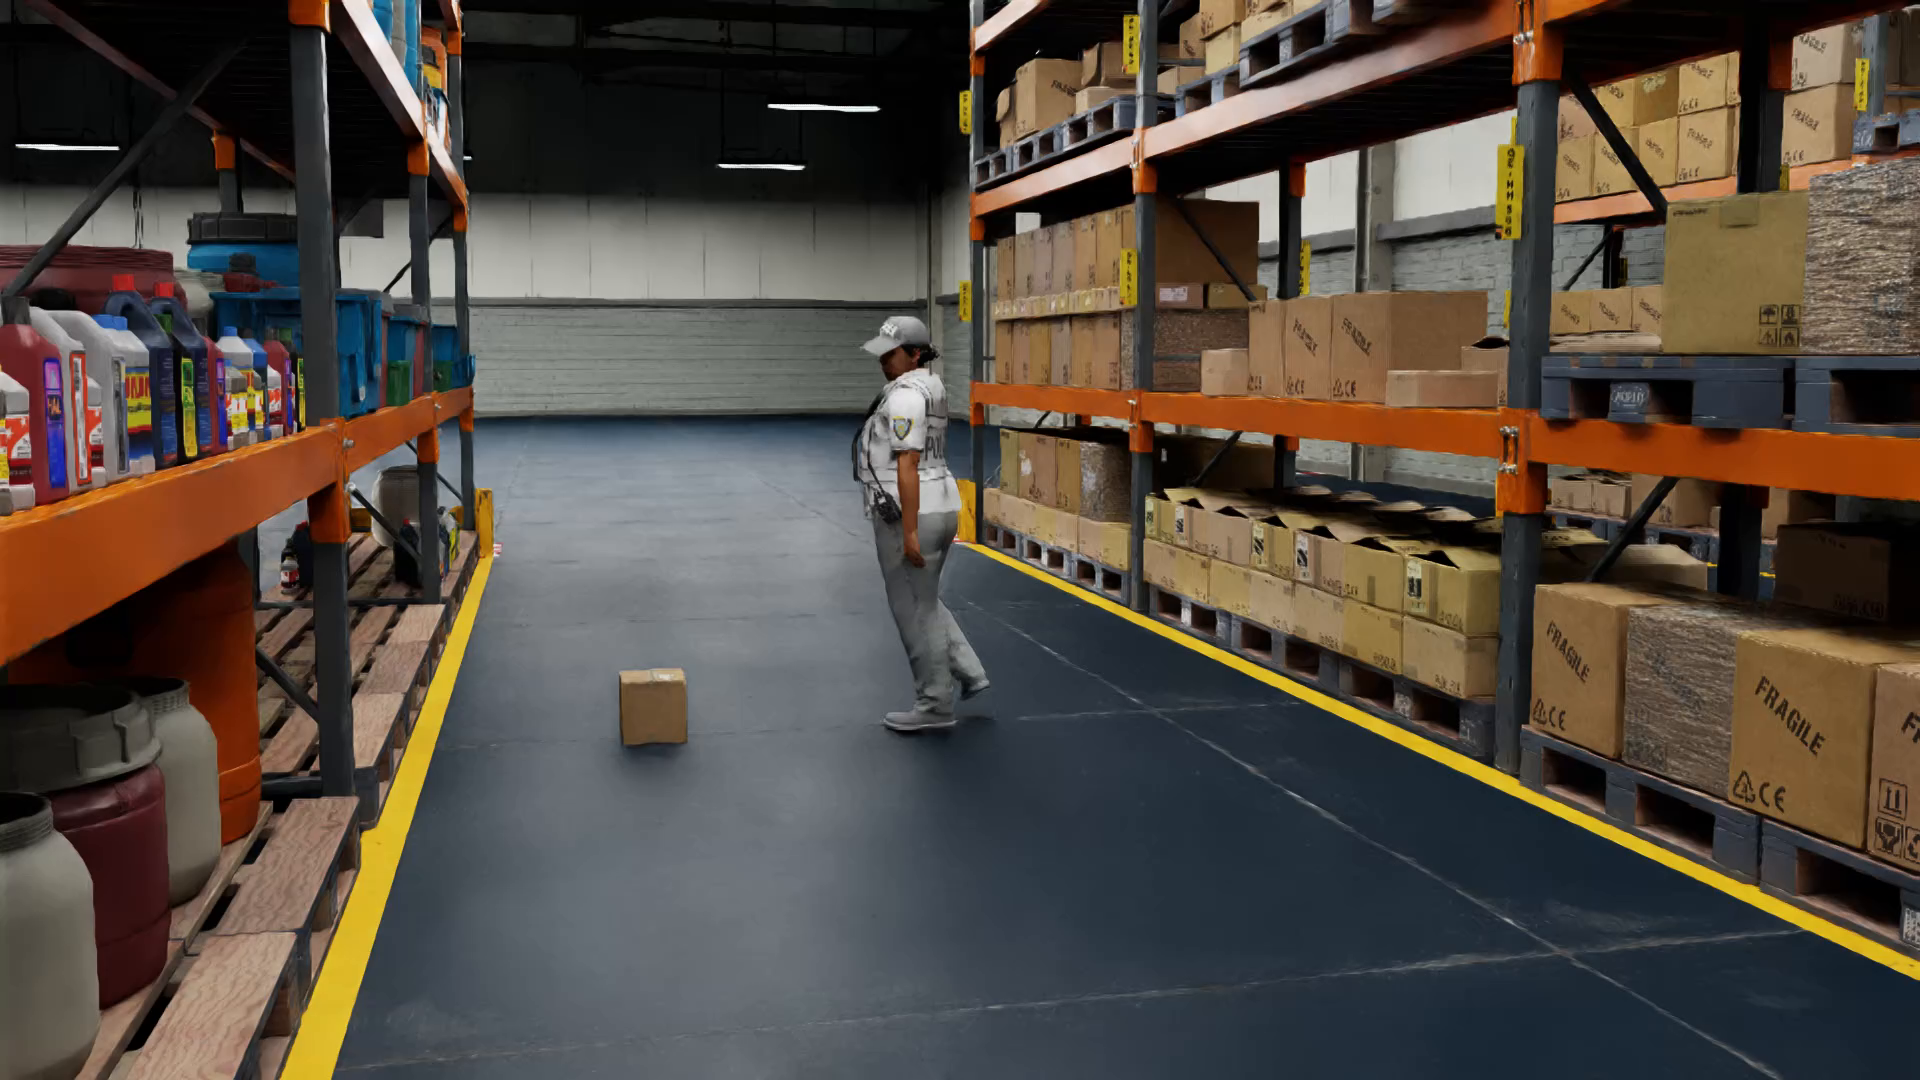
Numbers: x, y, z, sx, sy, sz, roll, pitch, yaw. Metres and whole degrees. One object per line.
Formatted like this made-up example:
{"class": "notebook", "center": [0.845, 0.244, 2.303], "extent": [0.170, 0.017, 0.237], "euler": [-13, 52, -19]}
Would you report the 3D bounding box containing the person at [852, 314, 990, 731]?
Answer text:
{"class": "person", "center": [-0.133, -0.075, 6.720], "extent": [0.470, 1.656, 0.666], "euler": [2, 6, 16]}
